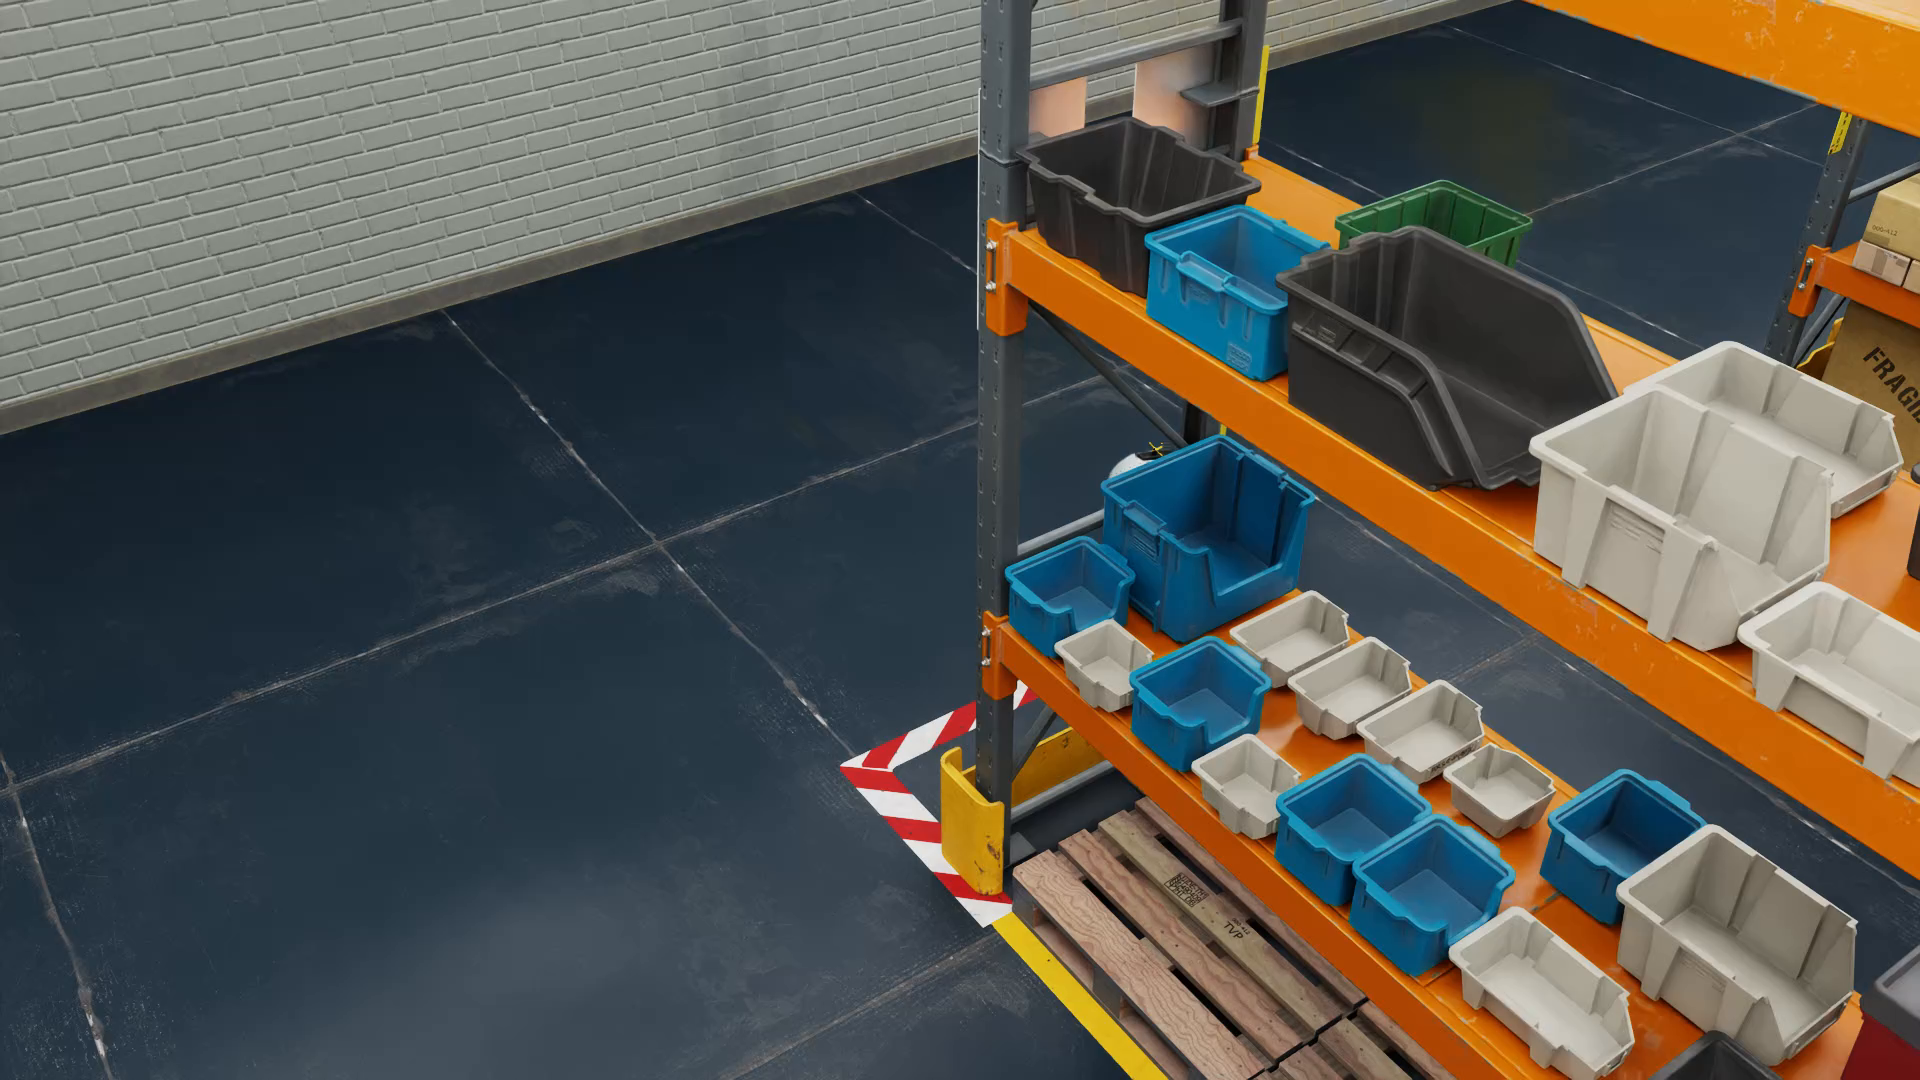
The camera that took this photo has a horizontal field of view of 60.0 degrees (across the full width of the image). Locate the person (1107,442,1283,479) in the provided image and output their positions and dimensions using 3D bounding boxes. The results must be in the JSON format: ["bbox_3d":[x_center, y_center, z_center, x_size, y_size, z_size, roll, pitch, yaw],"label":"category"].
[{"bbox_3d":[1.109,-0.017,7.679,0.886,0.883,0.463,-4,37,-6],"label":"person"}]
